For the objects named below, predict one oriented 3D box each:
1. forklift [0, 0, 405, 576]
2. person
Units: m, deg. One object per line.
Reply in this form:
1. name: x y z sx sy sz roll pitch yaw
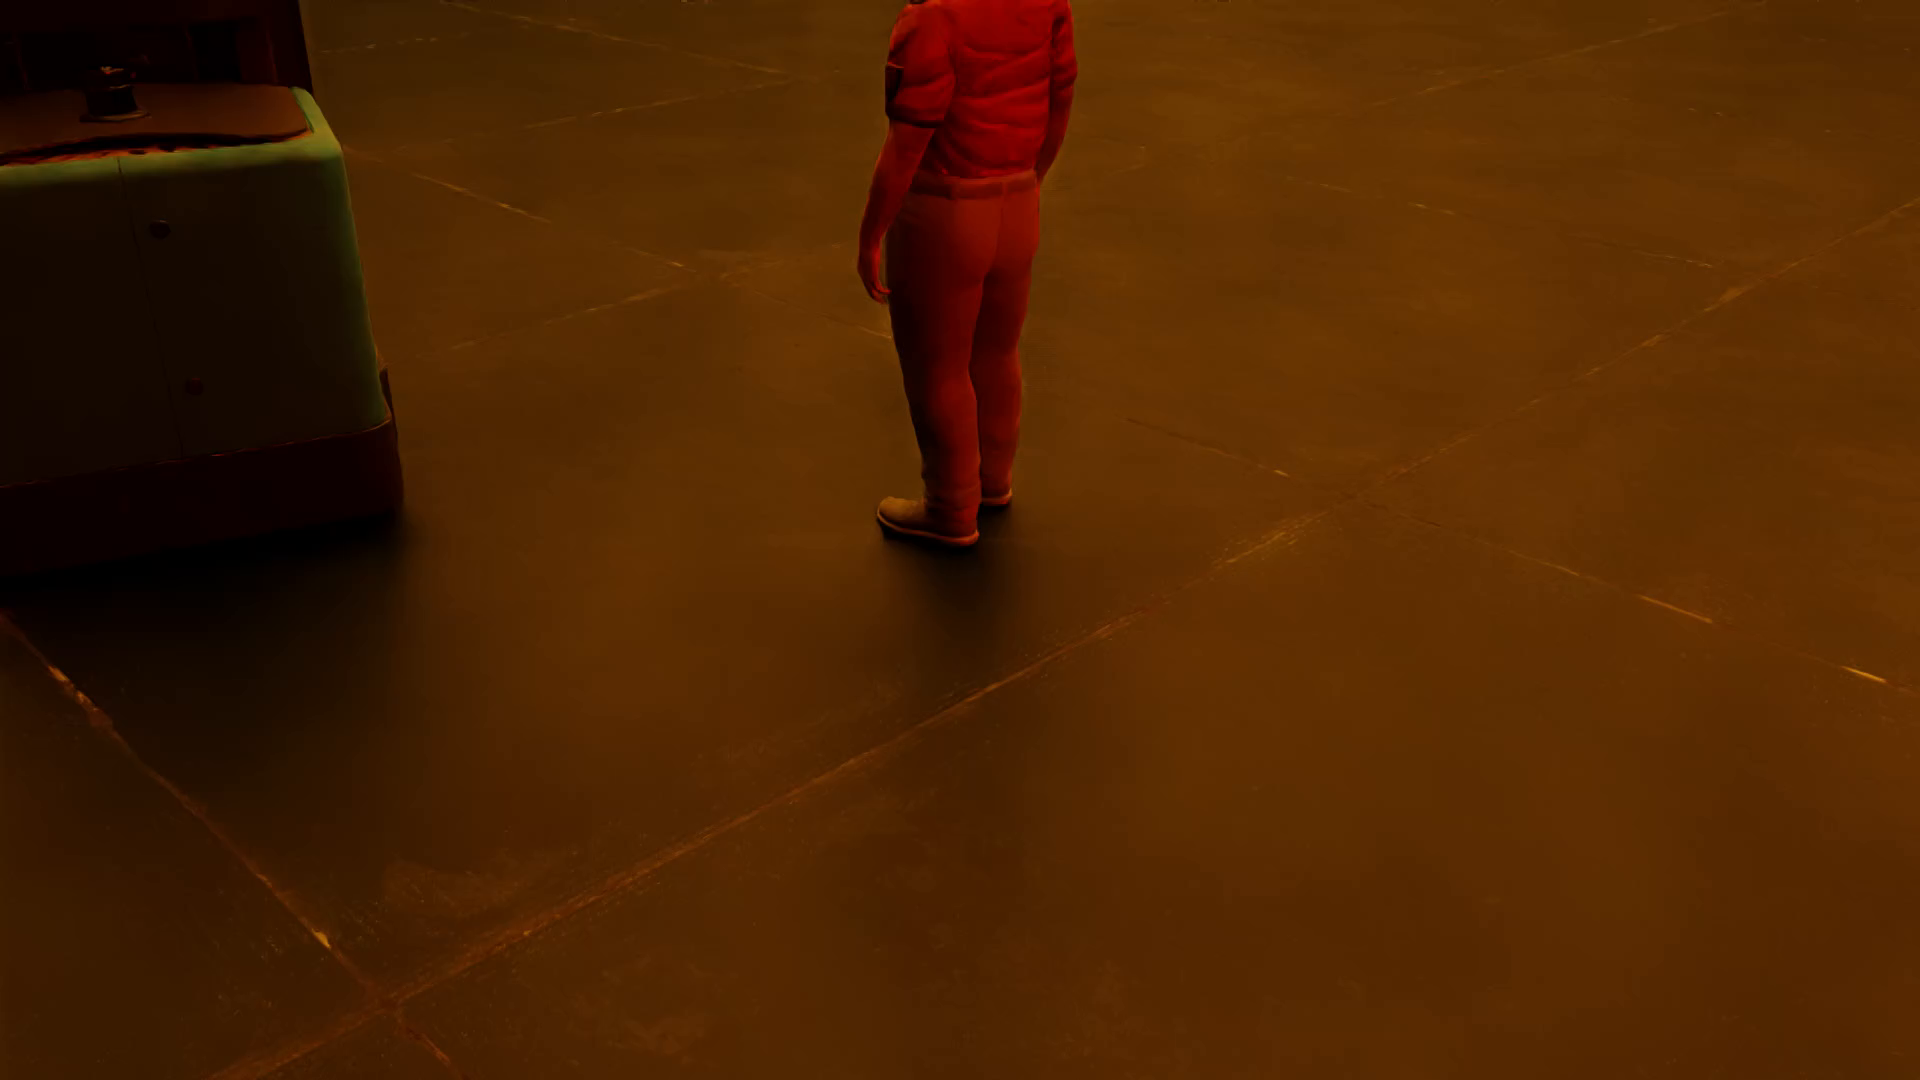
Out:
1. forklift: -2.621 -1.846 4.978 1.130 2.935 3.031 -12 28 -22
2. person: -0.055 -0.815 4.223 0.640 1.727 0.550 -24 35 -39
